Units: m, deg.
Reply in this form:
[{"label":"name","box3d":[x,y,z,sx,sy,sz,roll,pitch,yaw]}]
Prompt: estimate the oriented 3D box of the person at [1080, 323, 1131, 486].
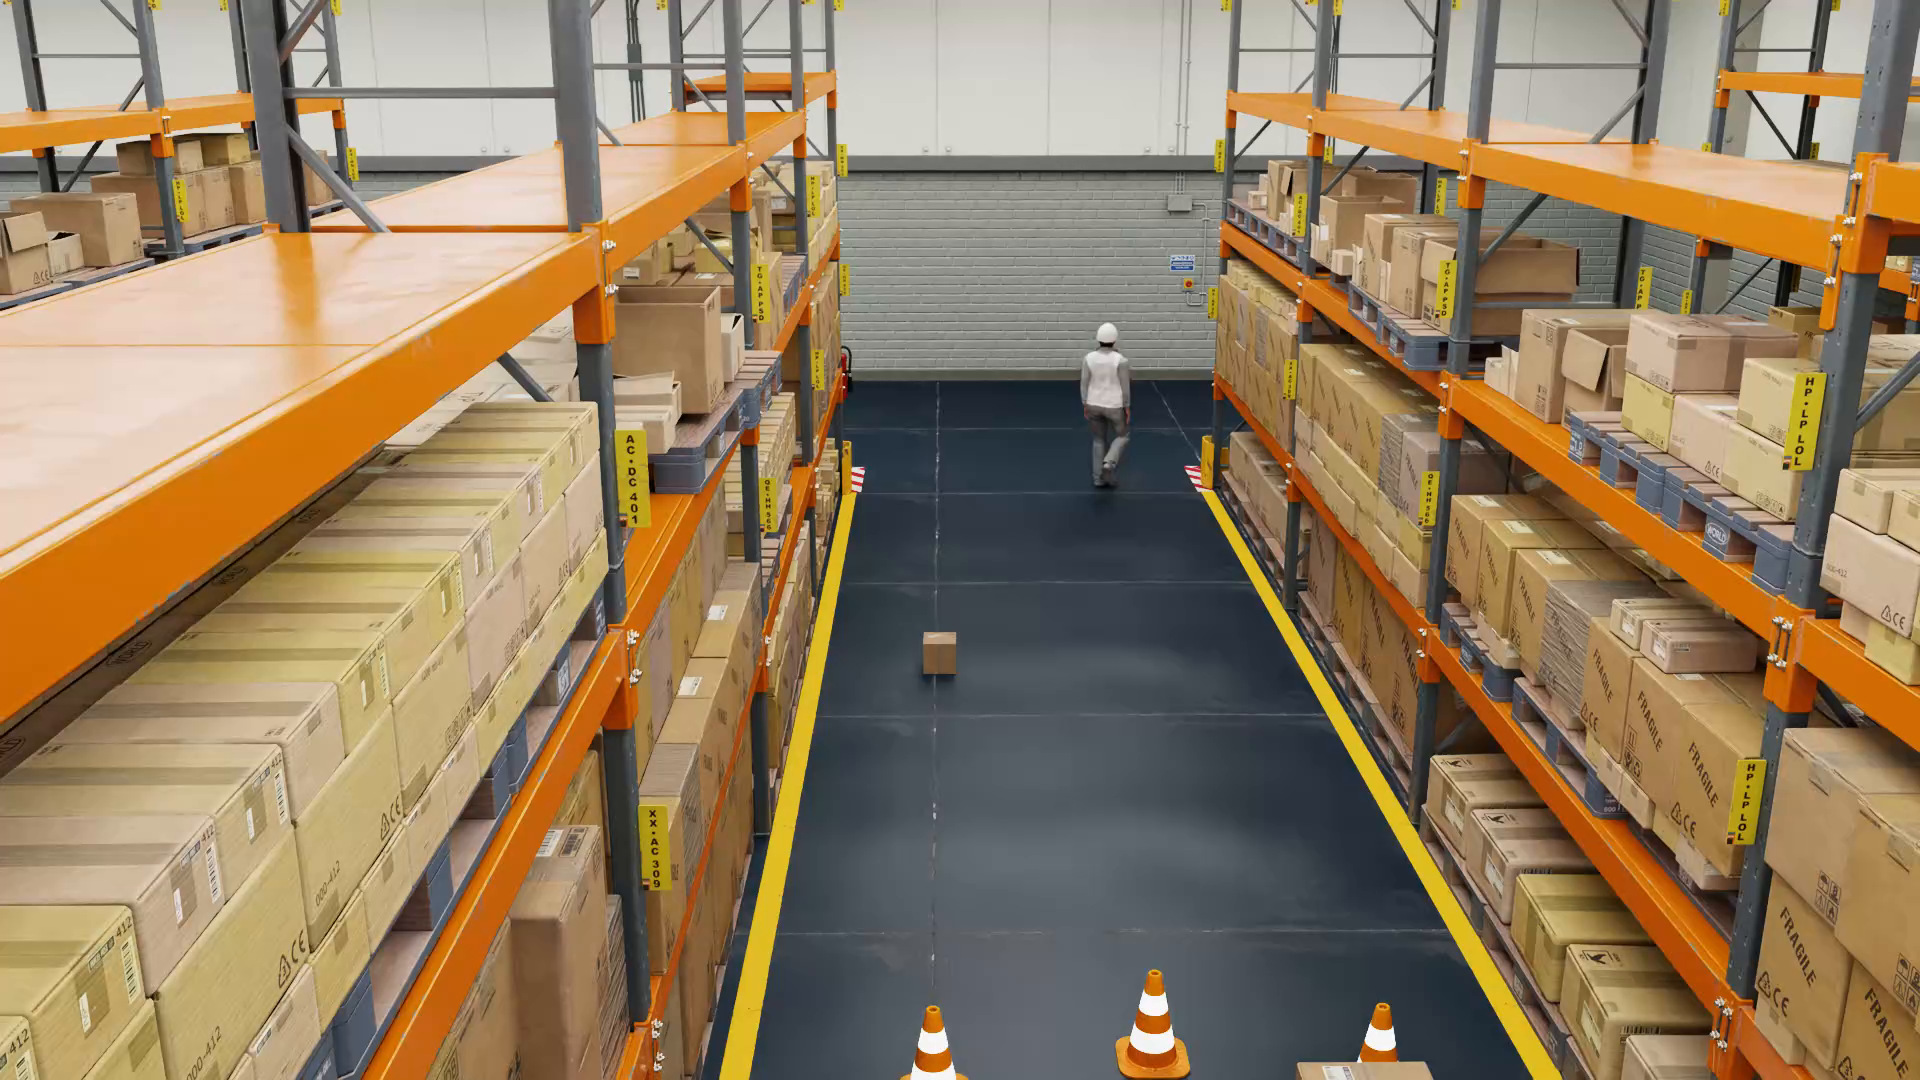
[{"label":"person","box3d":[1.547,-1.426,17.592,0.546,1.759,0.514,7,18,22]}]
